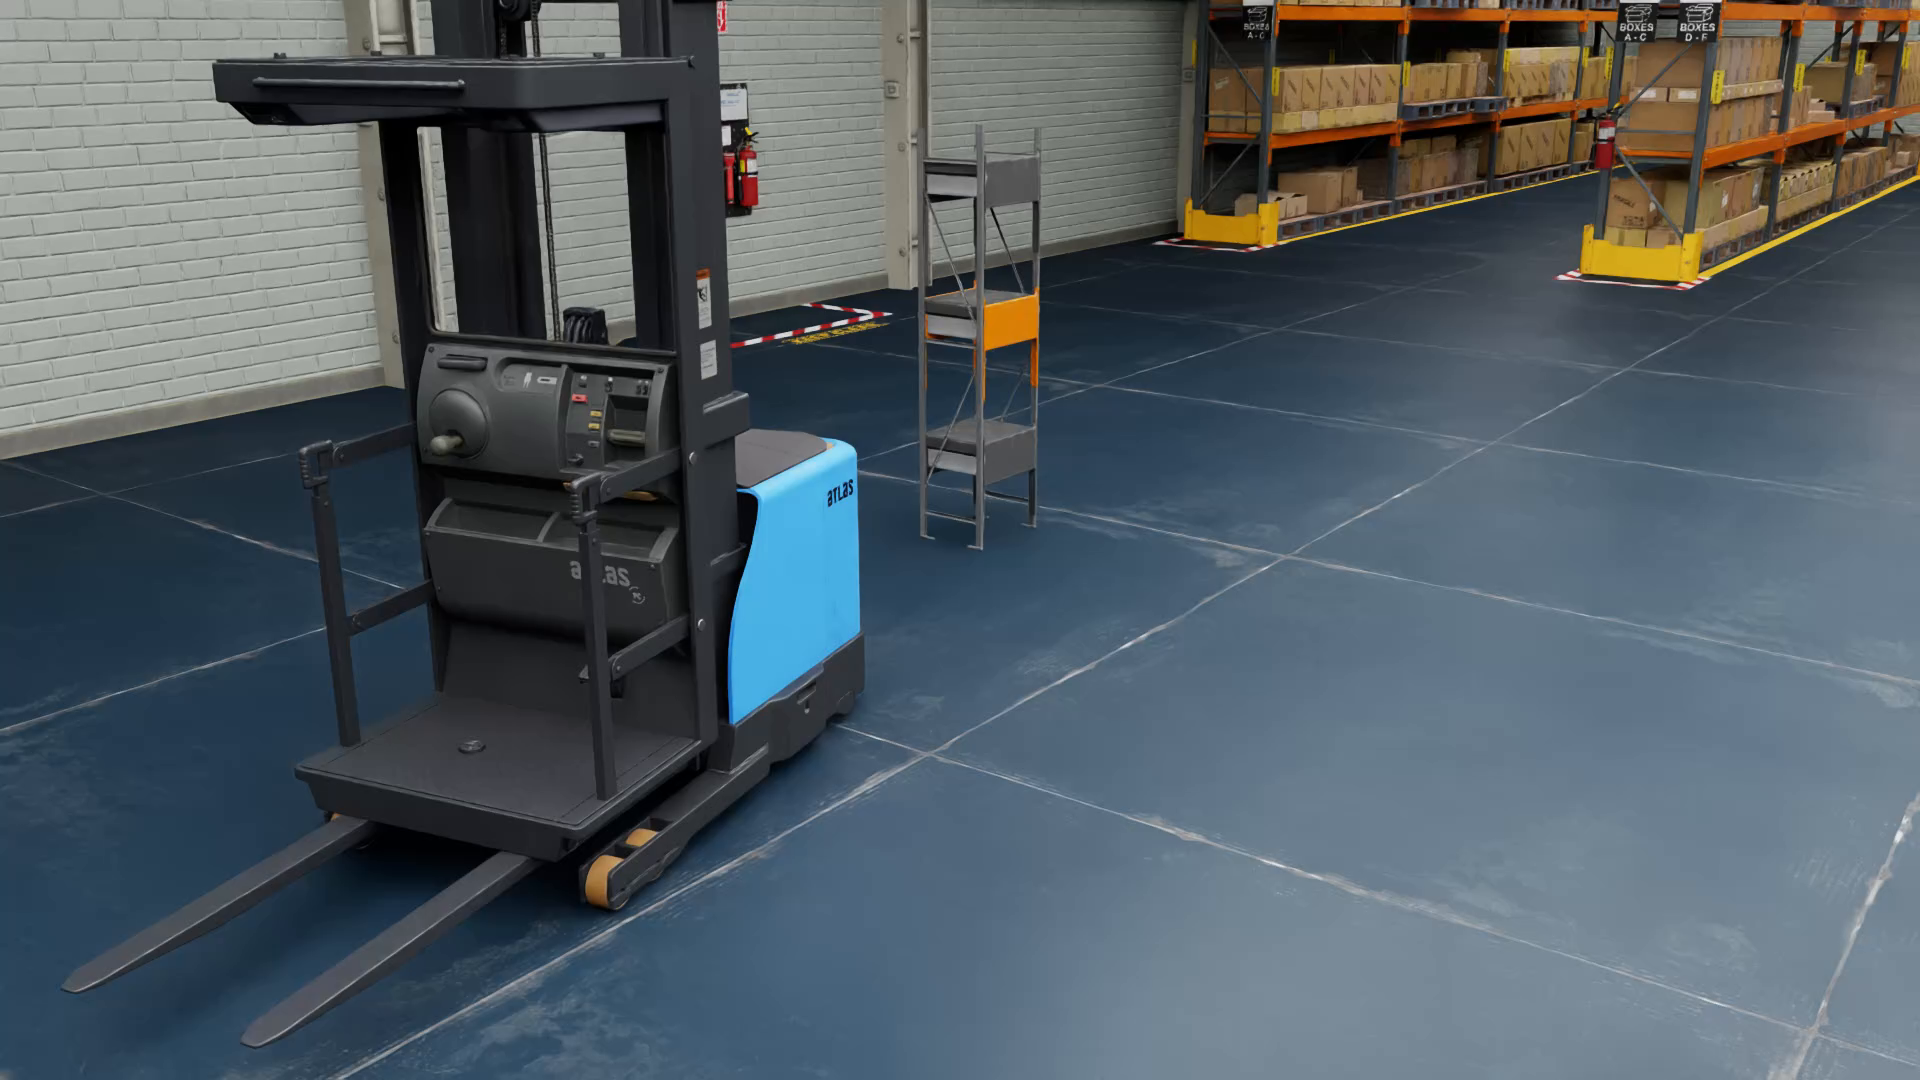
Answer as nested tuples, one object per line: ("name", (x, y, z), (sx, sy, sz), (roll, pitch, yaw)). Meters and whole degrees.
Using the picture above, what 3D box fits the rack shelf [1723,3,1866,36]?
("rack shelf", (10.885, -6.803, 21.747), (1.077, 0.370, 4.000), (12, 21, 35))

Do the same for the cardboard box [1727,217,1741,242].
("cardboard box", (8.703, -3.617, 19.263), (0.500, 0.250, 0.500), (12, 21, 35))

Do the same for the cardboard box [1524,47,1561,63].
("cardboard box", (9.790, -8.177, 28.048), (0.500, 0.250, 0.500), (13, 21, 36))

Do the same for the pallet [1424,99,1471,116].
("pallet", (6.949, -6.494, 24.922), (1.003, 0.211, 1.213), (12, 21, 35))

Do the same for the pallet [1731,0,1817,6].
("pallet", (10.208, -6.791, 20.819), (0.805, 0.209, 1.217), (11, 21, 33))

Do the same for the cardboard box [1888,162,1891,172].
("cardboard box", (15.391, -6.269, 27.910), (0.380, 0.166, 0.250), (12, 21, 35))

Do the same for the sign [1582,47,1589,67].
("sign", (10.921, -8.439, 29.042), (0.100, 0.325, 0.005), (12, 21, 35))

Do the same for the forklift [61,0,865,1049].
("forklift", (-1.420, -0.409, 5.118), (1.130, 2.935, 3.031), (7, 19, 22))

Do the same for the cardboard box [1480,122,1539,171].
("cardboard box", (9.166, -6.598, 27.849), (0.750, 0.750, 0.750), (12, 21, 34))

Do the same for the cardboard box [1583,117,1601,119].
("cardboard box", (12.138, -8.046, 32.010), (0.380, 0.149, 0.250), (12, 21, 35))

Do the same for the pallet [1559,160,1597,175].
("pallet", (10.995, -6.853, 30.455), (1.003, 0.211, 1.213), (12, 21, 35))

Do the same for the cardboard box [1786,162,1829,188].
("cardboard box", (11.657, -5.052, 22.937), (0.500, 0.311, 0.500), (12, 21, 34))

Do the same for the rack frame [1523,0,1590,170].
("rack frame", (10.479, -8.017, 29.503), (1.000, 3.000, 0.127), (12, 21, 35))

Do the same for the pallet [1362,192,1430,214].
("pallet", (6.175, -4.966, 24.379), (1.003, 0.211, 1.213), (12, 21, 35))

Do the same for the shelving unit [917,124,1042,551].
("shelving unit", (0.099, -1.042, 8.559), (0.431, 2.100, 0.503), (12, 21, 35))

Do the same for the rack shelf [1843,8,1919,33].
("rack shelf", (15.651, -8.708, 27.883), (1.077, 0.370, 4.000), (12, 21, 35))

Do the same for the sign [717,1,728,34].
("sign", (-2.112, -4.591, 14.560), (0.001, 0.298, 0.199), (12, 21, 35))

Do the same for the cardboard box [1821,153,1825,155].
("cardboard box", (12.754, -5.594, 25.172), (0.500, 0.500, 0.500), (12, 21, 33))

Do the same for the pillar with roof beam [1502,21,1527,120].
("pillar with roof beam", (13.659, -10.441, 27.193), (9.100, 9.000, 0.400), (12, 21, 35))

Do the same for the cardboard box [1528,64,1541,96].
("cardboard box", (9.207, -7.576, 27.377), (0.500, 0.500, 0.500), (12, 21, 34))

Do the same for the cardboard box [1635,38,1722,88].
("cardboard box", (7.629, -5.074, 17.668), (0.700, 0.500, 0.500), (13, 21, 35))

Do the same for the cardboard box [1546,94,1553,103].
("cardboard box", (9.874, -7.539, 28.351), (0.380, 0.149, 0.250), (12, 21, 35))

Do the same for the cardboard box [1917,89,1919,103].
("cardboard box", (16.187, -7.746, 28.462), (0.500, 0.500, 0.500), (13, 21, 35))

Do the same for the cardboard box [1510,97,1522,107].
("cardboard box", (8.861, -7.098, 26.934), (0.380, 0.149, 0.250), (13, 22, 36))

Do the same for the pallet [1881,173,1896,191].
("pallet", (14.870, -5.974, 27.627), (1.003, 0.211, 1.213), (12, 21, 35))

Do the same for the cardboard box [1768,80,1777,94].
("cardboard box", (9.554, -5.434, 19.921), (0.380, 0.149, 0.250), (12, 21, 34))

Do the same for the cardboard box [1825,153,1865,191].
("cardboard box", (13.187, -5.509, 24.898), (0.500, 0.500, 0.500), (12, 21, 34))

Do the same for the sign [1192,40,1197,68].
("sign", (2.895, -5.966, 20.412), (0.100, 0.325, 0.005), (12, 21, 35))

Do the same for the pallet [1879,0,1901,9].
("pallet", (13.399, -8.095, 25.013), (1.213, 0.211, 1.003), (12, 21, 35))

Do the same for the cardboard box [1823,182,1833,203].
("cardboard box", (11.959, -4.909, 23.422), (0.500, 0.250, 0.500), (13, 21, 36))

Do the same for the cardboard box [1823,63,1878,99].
("cardboard box", (13.456, -6.959, 25.220), (0.700, 0.500, 0.500), (7, 19, 21))

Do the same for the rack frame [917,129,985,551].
("rack frame", (-0.047, -0.984, 8.372), (0.400, 2.100, 0.015), (12, 21, 35))

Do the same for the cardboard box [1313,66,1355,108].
("cardboard box", (4.768, -5.879, 21.571), (0.500, 0.500, 0.500), (13, 22, 36))

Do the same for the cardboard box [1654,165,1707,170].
("cardboard box", (8.569, -4.190, 19.841), (0.500, 0.500, 0.500), (12, 21, 35))

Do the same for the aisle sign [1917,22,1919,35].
("aisle sign", (17.130, -9.299, 29.248), (0.394, 0.787, 0.004), (12, 21, 35))

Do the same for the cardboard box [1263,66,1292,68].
("cardboard box", (4.052, -5.847, 21.469), (0.500, 0.500, 0.500), (12, 21, 33))

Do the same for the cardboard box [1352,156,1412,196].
("cardboard box", (6.138, -5.306, 24.247), (0.700, 0.500, 0.500), (13, 22, 37))

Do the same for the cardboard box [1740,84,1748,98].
("cardboard box", (8.633, -5.064, 18.729), (0.380, 0.149, 0.250), (13, 21, 35))

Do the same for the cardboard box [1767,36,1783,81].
("cardboard box", (9.434, -5.798, 20.000), (0.700, 0.500, 0.500), (13, 21, 35))

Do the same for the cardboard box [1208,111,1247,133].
("cardboard box", (3.452, -5.243, 20.787), (0.500, 0.250, 0.500), (13, 21, 35))

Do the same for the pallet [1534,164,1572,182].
("pallet", (10.080, -6.488, 29.282), (1.003, 0.211, 1.213), (12, 21, 35))

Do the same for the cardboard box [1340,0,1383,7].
("cardboard box", (5.298, -7.320, 21.996), (0.500, 0.500, 0.500), (10, 20, 30))

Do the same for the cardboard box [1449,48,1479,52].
("cardboard box", (8.158, -7.776, 26.757), (0.500, 0.250, 0.500), (13, 22, 36))

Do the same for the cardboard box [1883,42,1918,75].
("cardboard box", (15.273, -7.854, 27.121), (0.500, 0.500, 0.500), (12, 21, 33))

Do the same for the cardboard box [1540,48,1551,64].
("cardboard box", (9.487, -8.055, 27.657), (0.500, 0.250, 0.500), (12, 21, 34))

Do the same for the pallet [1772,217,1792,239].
("pallet", (10.101, -4.088, 21.552), (1.003, 0.211, 1.213), (12, 21, 35))

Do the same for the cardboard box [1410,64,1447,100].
("cardboard box", (6.749, -6.779, 24.605), (0.700, 0.500, 0.500), (16, 24, 42))

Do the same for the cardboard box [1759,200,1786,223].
("cardboard box", (10.132, -4.177, 21.065), (0.500, 0.250, 0.500), (12, 21, 33))

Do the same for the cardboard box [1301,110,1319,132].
("cardboard box", (4.173, -5.283, 20.919), (0.500, 0.250, 0.500), (12, 21, 33))

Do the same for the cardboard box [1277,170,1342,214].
("cardboard box", (4.630, -4.626, 22.056), (0.700, 0.500, 0.500), (11, 20, 31))

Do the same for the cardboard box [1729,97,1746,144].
("cardboard box", (8.518, -4.811, 19.008), (0.700, 0.500, 0.500), (13, 22, 36))

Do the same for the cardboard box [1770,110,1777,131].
("cardboard box", (9.951, -5.291, 20.976), (0.500, 0.250, 0.500), (14, 22, 38))

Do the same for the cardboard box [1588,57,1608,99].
("cardboard box", (11.255, -8.460, 30.422), (0.980, 0.700, 0.700), (12, 21, 33))

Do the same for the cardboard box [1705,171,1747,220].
("cardboard box", (8.704, -3.975, 19.151), (0.500, 0.500, 0.500), (12, 21, 35))

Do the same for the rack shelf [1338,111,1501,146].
("rack shelf", (6.904, -6.245, 25.008), (1.077, 0.370, 4.000), (12, 21, 35))

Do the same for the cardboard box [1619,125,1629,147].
("cardboard box", (12.526, -7.792, 32.286), (0.700, 0.500, 0.500), (12, 21, 35))
